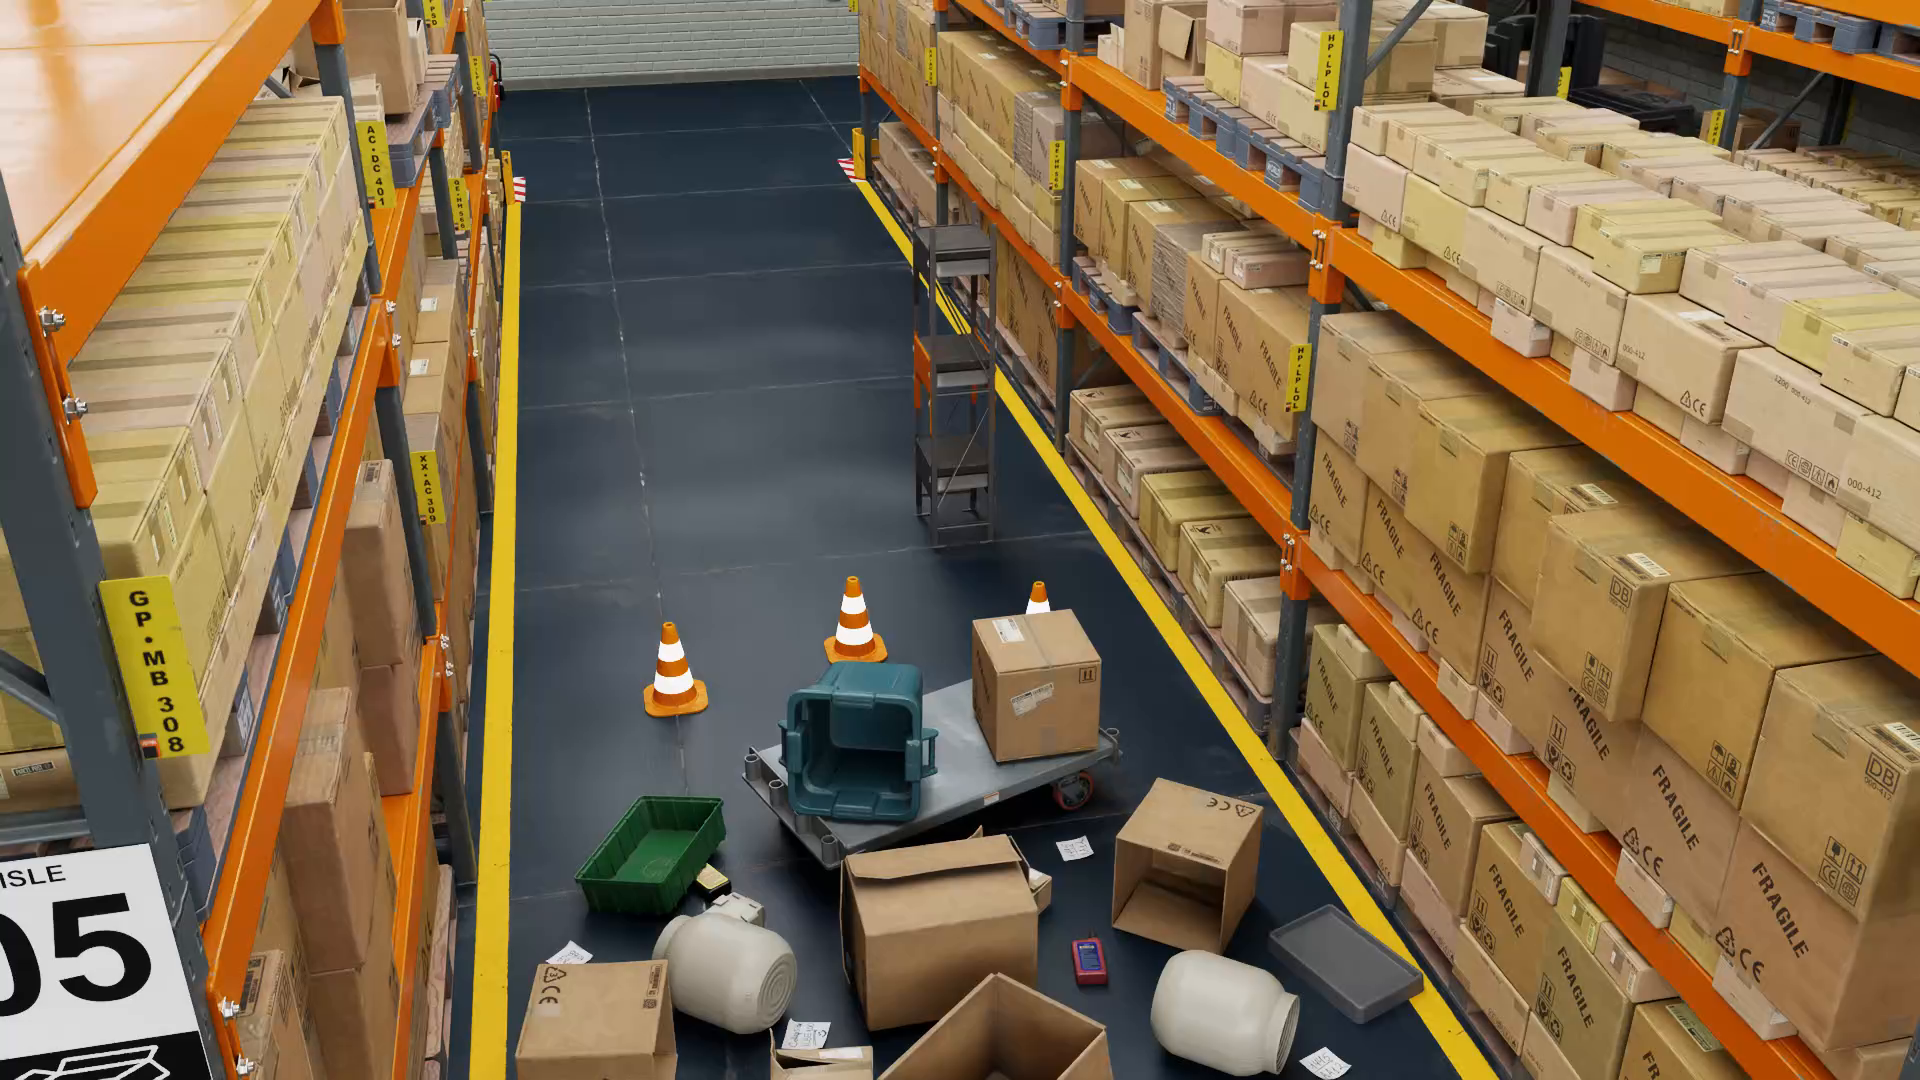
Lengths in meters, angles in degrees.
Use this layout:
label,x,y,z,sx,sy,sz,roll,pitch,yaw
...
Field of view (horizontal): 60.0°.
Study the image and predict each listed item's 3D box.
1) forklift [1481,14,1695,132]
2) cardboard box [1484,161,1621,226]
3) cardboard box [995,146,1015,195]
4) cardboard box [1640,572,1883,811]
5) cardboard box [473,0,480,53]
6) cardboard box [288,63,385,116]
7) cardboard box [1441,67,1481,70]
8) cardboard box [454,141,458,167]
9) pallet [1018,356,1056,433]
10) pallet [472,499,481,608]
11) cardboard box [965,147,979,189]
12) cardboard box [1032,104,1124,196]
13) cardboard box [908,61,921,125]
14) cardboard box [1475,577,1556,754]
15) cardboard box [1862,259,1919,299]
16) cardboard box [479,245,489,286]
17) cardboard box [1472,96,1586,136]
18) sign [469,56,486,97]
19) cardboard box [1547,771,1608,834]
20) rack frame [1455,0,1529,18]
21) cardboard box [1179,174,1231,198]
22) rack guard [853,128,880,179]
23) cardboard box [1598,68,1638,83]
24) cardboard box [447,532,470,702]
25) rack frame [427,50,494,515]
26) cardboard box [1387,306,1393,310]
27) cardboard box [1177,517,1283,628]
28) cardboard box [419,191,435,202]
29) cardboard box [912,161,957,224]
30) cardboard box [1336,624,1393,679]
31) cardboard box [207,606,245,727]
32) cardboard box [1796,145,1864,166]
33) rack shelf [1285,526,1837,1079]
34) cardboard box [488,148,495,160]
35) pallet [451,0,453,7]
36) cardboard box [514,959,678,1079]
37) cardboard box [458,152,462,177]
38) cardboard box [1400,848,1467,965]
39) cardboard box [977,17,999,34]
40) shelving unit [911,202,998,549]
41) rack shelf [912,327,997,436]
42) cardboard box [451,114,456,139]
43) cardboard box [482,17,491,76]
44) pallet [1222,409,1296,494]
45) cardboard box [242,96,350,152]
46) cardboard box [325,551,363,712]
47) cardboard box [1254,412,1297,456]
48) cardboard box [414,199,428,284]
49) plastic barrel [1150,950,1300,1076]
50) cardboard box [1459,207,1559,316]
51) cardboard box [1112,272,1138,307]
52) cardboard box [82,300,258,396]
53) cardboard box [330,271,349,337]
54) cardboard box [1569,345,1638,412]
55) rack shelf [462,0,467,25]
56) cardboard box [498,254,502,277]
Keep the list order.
label,x,y,z,sx,sy,sz,roll,pitch,yaw
forklift,4.126,-2.005,11.470,1.130,2.935,3.031,-10,28,-19
cardboard box,2.115,-1.242,5.946,0.380,0.149,0.250,-7,28,-13
cardboard box,0.574,-2.826,12.633,0.500,0.250,0.500,-7,28,-13
cardboard box,2.553,0.427,5.024,0.700,0.500,0.500,-6,27,-11
cardboard box,-4.710,-4.767,15.316,0.500,0.500,0.500,-7,28,-13
cardboard box,-2.929,-2.087,7.799,0.396,0.266,0.258,-6,27,-12
cardboard box,2.230,-2.259,8.269,0.500,0.250,0.500,-6,27,-12
cardboard box,-4.055,-2.954,12.756,0.380,0.149,0.250,-7,28,-13
pallet,1.081,-1.145,12.784,1.003,0.211,1.213,-6,27,-12
pallet,-3.511,0.110,10.299,1.003,0.211,1.213,-6,27,-12
cardboard box,0.343,-3.051,13.633,0.500,0.250,0.500,-6,27,-12
cardboard box,0.813,-2.727,11.604,0.500,0.500,0.500,-7,28,-13
cardboard box,-0.192,-4.240,15.710,0.500,0.500,0.500,-7,28,-13
cardboard box,2.283,0.424,6.141,0.500,0.500,0.500,-6,27,-11
cardboard box,2.905,-0.725,4.923,0.380,0.149,0.250,-6,27,-12
cardboard box,-4.000,-2.123,13.103,0.500,0.250,0.500,-5,27,-9
cardboard box,2.370,-1.746,6.945,0.380,0.149,0.250,-5,27,-11
sign,-3.977,-3.820,13.704,0.100,0.325,0.005,-6,27,-12
cardboard box,2.339,0.891,5.934,0.380,0.149,0.250,-6,27,-12
rack frame,5.119,-4.298,15.936,1.000,3.000,0.127,-6,27,-12
cardboard box,1.685,-2.004,10.484,0.500,0.500,0.500,-6,27,-12
rack guard,-0.623,-4.443,18.997,1.175,0.500,0.348,-6,27,-12
cardboard box,5.303,-3.723,14.220,0.700,0.500,0.500,-6,27,-12
cardboard box,-3.155,0.397,8.666,1.050,0.750,0.750,-6,27,-12
rack frame,-3.615,-1.489,10.371,1.000,3.000,0.127,-6,27,-12
cardboard box,2.325,-1.177,8.126,0.380,0.149,0.250,-6,27,-12
cardboard box,1.800,0.160,9.554,0.950,0.372,0.625,-4,27,-8
cardboard box,-3.594,-2.170,10.873,0.380,0.149,0.250,-7,28,-13
cardboard box,0.044,-3.515,16.763,0.875,0.438,0.875,-7,28,-13
cardboard box,1.926,0.483,7.497,0.380,0.149,0.250,-6,27,-11
cardboard box,-1.635,0.269,3.261,0.380,0.149,0.250,-6,27,-11
cardboard box,6.290,-2.754,12.046,0.380,0.149,0.250,-5,27,-10
rack shelf,2.537,0.919,6.398,1.077,0.370,4.000,-6,27,-12
cardboard box,-5.052,-3.975,17.333,0.380,0.149,0.250,-6,27,-11
pallet,-4.481,-4.218,12.658,1.213,0.211,1.003,-6,27,-12
cardboard box,-1.364,1.959,6.311,0.500,0.500,0.500,-1,27,-3
cardboard box,-4.121,-2.942,13.064,0.380,0.149,0.250,-6,27,-12
cardboard box,2.210,1.512,7.010,0.500,0.250,0.500,-6,27,-12
cardboard box,0.412,-4.517,15.149,0.500,0.500,0.500,-6,27,-11
shelving unit,-0.037,-1.010,10.421,0.431,2.100,0.503,-6,27,-12
rack shelf,-0.037,-0.998,10.427,0.431,0.518,0.480,-6,27,-12
cardboard box,-4.118,-3.198,12.910,0.380,0.149,0.250,-7,28,-13
cardboard box,-5.066,-5.007,16.901,0.500,0.500,0.500,-5,27,-11
pallet,2.056,-0.545,8.713,1.003,0.211,1.213,-6,27,-12
cardboard box,-2.321,-1.420,5.722,0.380,0.149,0.250,-6,27,-12
cardboard box,-2.439,0.364,5.335,0.875,0.550,0.550,-6,27,-12
cardboard box,1.701,-0.553,8.330,0.380,0.149,0.250,-6,27,-11
cardboard box,-3.524,-1.782,9.731,0.700,0.500,0.500,-6,27,-12
plastic barrel,1.047,1.873,6.569,0.512,0.421,0.421,13,30,24
cardboard box,2.144,-1.017,5.944,0.500,0.250,0.500,-6,27,-11
cardboard box,1.167,-1.575,10.353,0.380,0.149,0.250,-6,27,-11
cardboard box,-1.806,-0.417,3.736,0.380,0.149,0.250,-6,27,-12
cardboard box,-2.146,-0.728,5.237,0.380,0.149,0.250,-6,27,-11
cardboard box,2.245,-0.549,5.458,0.380,0.149,0.250,-6,27,-12
rack shelf,-4.967,-5.141,15.076,1.077,0.370,4.000,-6,27,-12
cardboard box,-4.345,-2.469,15.011,0.380,0.149,0.250,-5,27,-10
